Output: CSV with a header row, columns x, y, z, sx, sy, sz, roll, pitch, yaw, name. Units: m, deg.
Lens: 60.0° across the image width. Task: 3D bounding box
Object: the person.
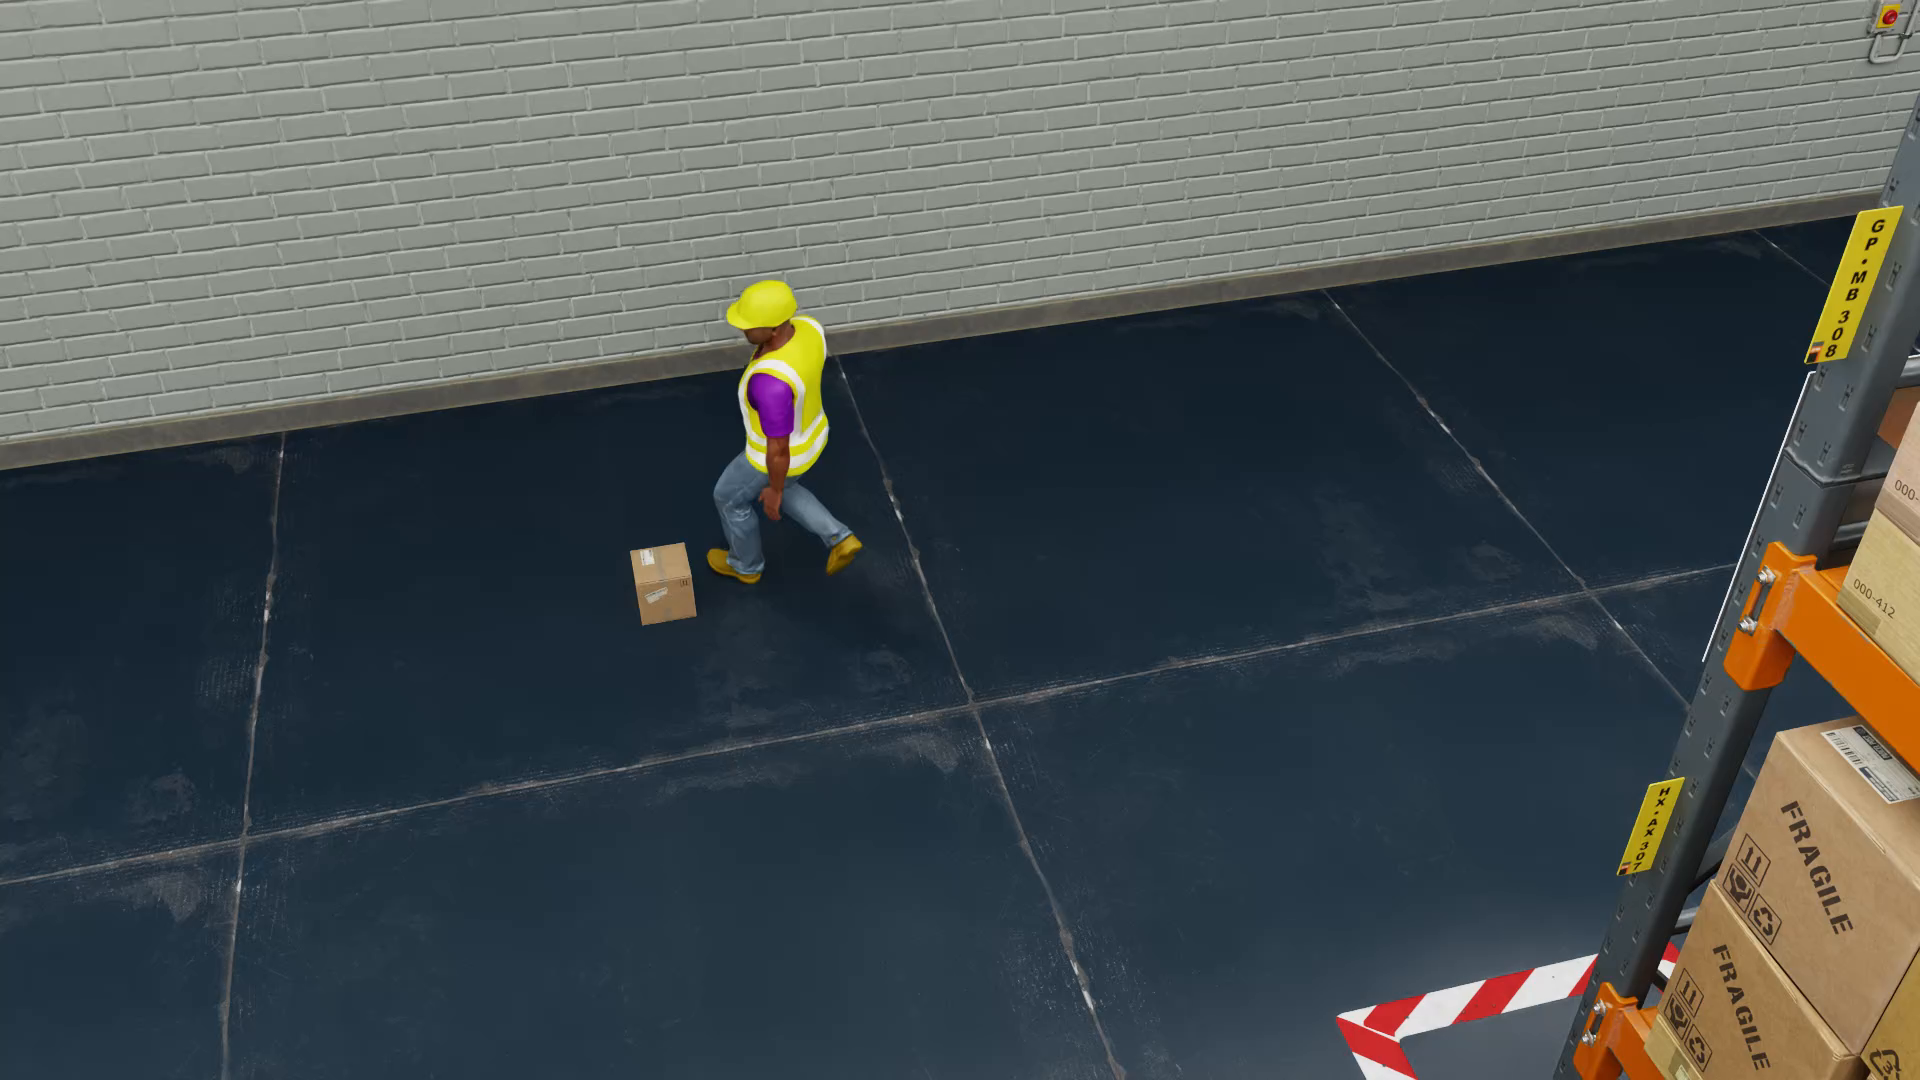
x,y,z,sx,sy,sz,roll,pitch,yaw,name
-0.855,-0.441,7.334,0.801,1.675,0.561,13,40,16,person
